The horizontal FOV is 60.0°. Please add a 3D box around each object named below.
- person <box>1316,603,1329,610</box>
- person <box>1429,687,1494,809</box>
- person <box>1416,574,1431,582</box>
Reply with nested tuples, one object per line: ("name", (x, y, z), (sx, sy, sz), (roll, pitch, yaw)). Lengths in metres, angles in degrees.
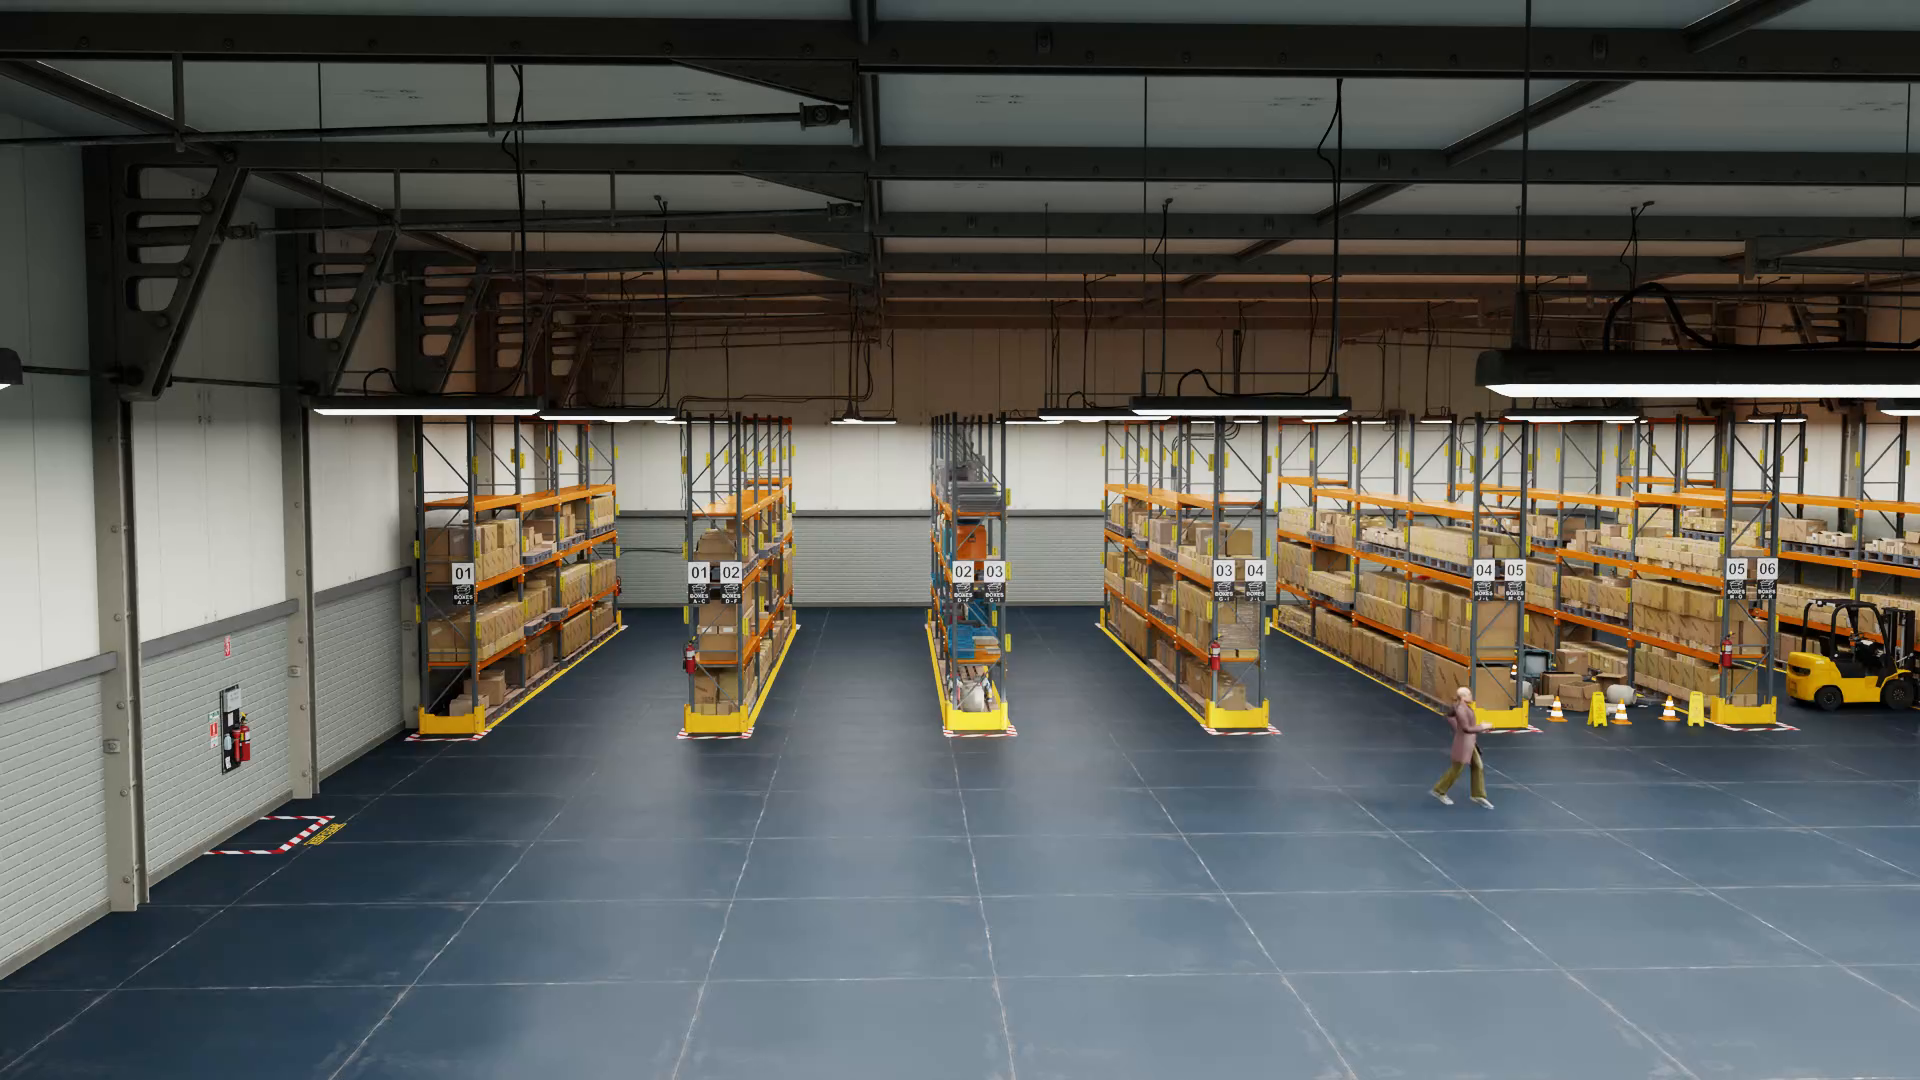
("person", (10.510, 1.603, 48.752), (0.642, 1.586, 0.647), (-3, 5, -35))
("person", (7.557, 3.119, 24.962), (0.897, 1.829, 0.678), (2, 4, 22))
("person", (13.757, 1.522, 49.337), (0.875, 1.739, 0.669), (1, 4, 9))
